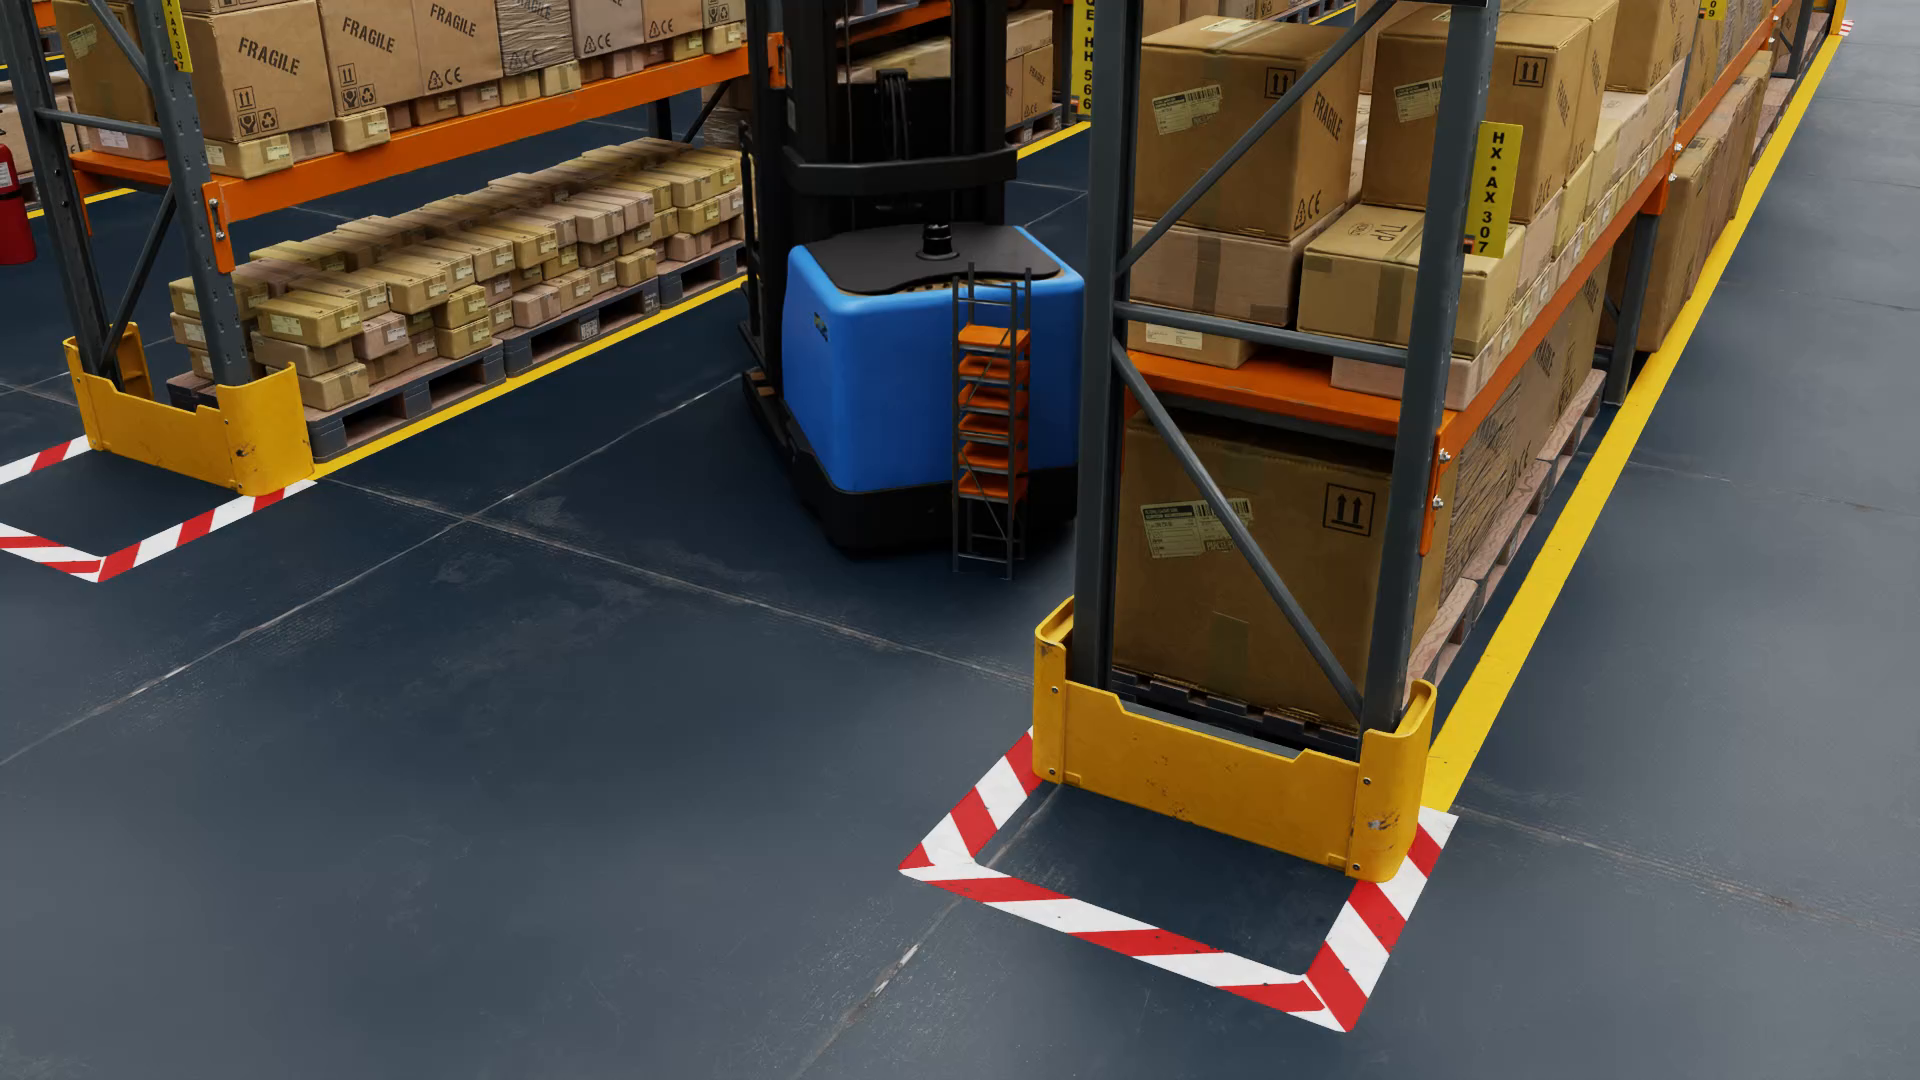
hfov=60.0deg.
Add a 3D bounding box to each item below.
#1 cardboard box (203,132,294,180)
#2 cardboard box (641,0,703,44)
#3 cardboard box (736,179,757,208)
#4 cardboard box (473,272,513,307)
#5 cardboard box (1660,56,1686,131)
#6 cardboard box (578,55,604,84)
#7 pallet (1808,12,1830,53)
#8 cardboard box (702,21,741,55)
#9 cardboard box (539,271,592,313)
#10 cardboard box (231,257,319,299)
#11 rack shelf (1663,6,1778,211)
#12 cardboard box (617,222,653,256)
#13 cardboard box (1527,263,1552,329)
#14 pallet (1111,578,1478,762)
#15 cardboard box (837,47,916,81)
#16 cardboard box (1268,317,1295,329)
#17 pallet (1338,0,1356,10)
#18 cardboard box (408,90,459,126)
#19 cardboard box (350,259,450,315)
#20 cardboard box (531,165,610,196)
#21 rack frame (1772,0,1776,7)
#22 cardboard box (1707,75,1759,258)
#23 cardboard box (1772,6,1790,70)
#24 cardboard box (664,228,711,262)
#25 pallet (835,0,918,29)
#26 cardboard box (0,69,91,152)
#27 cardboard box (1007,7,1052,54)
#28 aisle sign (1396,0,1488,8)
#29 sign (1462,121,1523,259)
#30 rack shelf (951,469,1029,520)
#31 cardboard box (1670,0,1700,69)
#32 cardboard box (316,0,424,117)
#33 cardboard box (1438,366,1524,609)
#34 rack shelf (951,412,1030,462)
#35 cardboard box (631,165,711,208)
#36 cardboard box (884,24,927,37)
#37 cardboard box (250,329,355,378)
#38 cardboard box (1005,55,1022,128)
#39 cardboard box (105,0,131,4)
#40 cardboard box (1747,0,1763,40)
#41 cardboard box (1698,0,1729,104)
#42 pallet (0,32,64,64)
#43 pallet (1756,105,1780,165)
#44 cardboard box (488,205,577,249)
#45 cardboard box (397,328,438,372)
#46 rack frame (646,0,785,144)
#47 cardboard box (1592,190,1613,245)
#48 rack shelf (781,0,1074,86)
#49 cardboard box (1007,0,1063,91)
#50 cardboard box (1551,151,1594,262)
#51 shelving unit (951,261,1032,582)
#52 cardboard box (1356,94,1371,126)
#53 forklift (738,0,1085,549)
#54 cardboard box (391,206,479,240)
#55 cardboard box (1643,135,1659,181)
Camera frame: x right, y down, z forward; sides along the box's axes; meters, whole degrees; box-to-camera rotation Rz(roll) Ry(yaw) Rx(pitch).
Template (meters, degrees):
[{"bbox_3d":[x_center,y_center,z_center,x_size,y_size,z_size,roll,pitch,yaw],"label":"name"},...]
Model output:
[{"bbox_3d":[-3.013,-1.622,6.920,0.380,0.149,0.250,14,30,26],"label":"cardboard box"},{"bbox_3d":[-1.738,-2.964,8.877,0.500,0.500,0.500,13,30,25],"label":"cardboard box"},{"bbox_3d":[-1.368,-2.093,9.963,0.380,0.149,0.250,15,30,27],"label":"cardboard box"},{"bbox_3d":[-2.481,-1.284,8.347,0.380,0.149,0.250,13,29,24],"label":"cardboard box"},{"bbox_3d":[2.790,-1.944,7.117,0.500,0.250,0.500,14,30,25],"label":"cardboard box"},{"bbox_3d":[-2.070,-2.454,8.582,0.380,0.149,0.250,14,30,25],"label":"cardboard box"},{"bbox_3d":[8.214,-5.199,16.900,1.003,0.211,1.213,14,30,26],"label":"pallet"},{"bbox_3d":[-1.458,-2.840,9.353,0.380,0.149,0.250,13,30,25],"label":"cardboard box"},{"bbox_3d":[-2.172,-1.333,8.778,0.380,0.149,0.250,14,30,26],"label":"cardboard box"},{"bbox_3d":[-3.244,-1.207,7.861,0.380,0.149,0.250,15,30,27],"label":"cardboard box"},{"bbox_3d":[3.763,-2.566,9.328,1.077,0.370,4.000,14,30,26],"label":"rack shelf"},{"bbox_3d":[-1.924,-1.696,9.171,0.380,0.149,0.250,15,30,27],"label":"cardboard box"},{"bbox_3d":[1.651,-0.804,5.286,0.380,0.149,0.250,14,30,25],"label":"cardboard box"},{"bbox_3d":[1.136,0.369,5.777,1.003,0.211,1.213,14,30,26],"label":"pallet"},{"bbox_3d":[-0.637,-3.083,11.043,0.500,0.250,0.500,15,30,27],"label":"cardboard box"},{"bbox_3d":[0.826,-0.750,5.177,0.380,0.149,0.250,15,30,27],"label":"cardboard box"},{"bbox_3d":[4.088,-6.340,19.180,1.003,0.211,1.213,14,30,26],"label":"pallet"},{"bbox_3d":[-2.582,-2.055,7.785,0.380,0.149,0.250,14,30,26],"label":"cardboard box"},{"bbox_3d":[-2.638,-1.193,7.833,0.380,0.149,0.250,14,30,26],"label":"cardboard box"},{"bbox_3d":[-2.217,-2.019,9.484,0.380,0.149,0.250,13,30,25],"label":"cardboard box"},{"bbox_3d":[4.746,-3.667,10.724,1.000,3.000,0.127,14,30,26],"label":"rack frame"},{"bbox_3d":[3.944,-2.294,9.887,1.225,0.875,0.875,14,30,26],"label":"cardboard box"},{"bbox_3d":[6.946,-4.443,14.597,0.500,0.500,0.500,13,29,25],"label":"cardboard box"},{"bbox_3d":[-1.661,-1.724,9.560,0.380,0.149,0.250,13,29,24],"label":"cardboard box"},{"bbox_3d":[-0.987,-3.419,10.444,1.003,0.211,1.213,14,30,26],"label":"pallet"},{"bbox_3d":[-6.252,-3.111,12.007,0.875,0.438,0.875,14,30,25],"label":"cardboard box"},{"bbox_3d":[0.370,-3.879,12.634,0.500,0.250,0.500,13,30,25],"label":"cardboard box"},{"bbox_3d":[1.037,-1.617,3.726,0.394,0.787,0.004,14,30,26],"label":"aisle sign"},{"bbox_3d":[1.291,-0.847,4.035,0.100,0.325,0.005,14,30,26],"label":"sign"},{"bbox_3d":[0.115,-0.177,6.398,0.258,0.103,0.180,8,28,16],"label":"rack shelf"},{"bbox_3d":[2.785,-2.271,6.933,0.500,0.500,0.500,15,30,28],"label":"cardboard box"},{"bbox_3d":[-2.755,-2.187,7.323,0.500,0.500,0.500,14,30,26],"label":"cardboard box"},{"bbox_3d":[1.504,-0.408,6.119,0.875,0.875,0.875,14,30,26],"label":"cardboard box"},{"bbox_3d":[0.116,-0.392,6.290,0.258,0.103,0.180,8,28,16],"label":"rack shelf"},{"bbox_3d":[-1.646,-2.016,9.476,0.380,0.149,0.250,14,30,26],"label":"cardboard box"},{"bbox_3d":[-0.576,-3.601,12.077,0.500,0.250,0.500,14,30,26],"label":"cardboard box"},{"bbox_3d":[-2.976,-0.874,7.529,0.380,0.149,0.250,16,31,28],"label":"cardboard box"},{"bbox_3d":[0.123,-3.353,12.420,0.500,0.500,0.500,16,31,28],"label":"cardboard box"},{"bbox_3d":[-3.449,-2.538,6.909,0.500,0.500,0.500,14,30,25],"label":"cardboard box"},{"bbox_3d":[4.469,-3.271,9.823,0.500,0.500,0.500,14,30,26],"label":"cardboard box"},{"bbox_3d":[3.469,-2.473,8.227,0.500,0.500,0.500,14,30,26],"label":"cardboard box"},{"bbox_3d":[-9.206,-4.937,16.377,1.003,0.211,1.213,14,30,26],"label":"pallet"},{"bbox_3d":[5.733,-3.198,12.902,1.003,0.211,1.213,14,30,26],"label":"pallet"},{"bbox_3d":[-2.234,-1.625,8.697,0.380,0.149,0.250,14,30,26],"label":"cardboard box"},{"bbox_3d":[-2.748,-0.946,8.004,0.380,0.149,0.250,15,30,27],"label":"cardboard box"},{"bbox_3d":[-1.490,-3.239,9.870,1.000,3.000,0.127,14,30,26],"label":"rack frame"},{"bbox_3d":[2.156,-1.205,6.086,0.380,0.149,0.250,15,30,27],"label":"cardboard box"},{"bbox_3d":[-0.506,-3.697,11.588,1.077,0.370,4.000,14,30,26],"label":"rack shelf"},{"bbox_3d":[0.856,-4.198,13.829,1.050,0.750,0.750,14,30,25],"label":"cardboard box"},{"bbox_3d":[1.782,-1.142,5.515,0.500,0.250,0.500,13,29,24],"label":"cardboard box"},{"bbox_3d":[0.116,-0.431,6.270,0.258,1.200,0.189,8,28,16],"label":"shelving unit"},{"bbox_3d":[1.571,-1.462,6.155,0.500,0.250,0.500,14,30,26],"label":"cardboard box"},{"bbox_3d":[-0.419,-1.917,7.304,1.130,2.935,3.031,-8,28,-15],"label":"forklift"},{"bbox_3d":[-2.735,-1.618,8.682,0.380,0.149,0.250,13,29,24],"label":"cardboard box"},{"bbox_3d":[2.661,-1.604,6.884,0.380,0.149,0.250,14,30,25],"label":"cardboard box"}]
